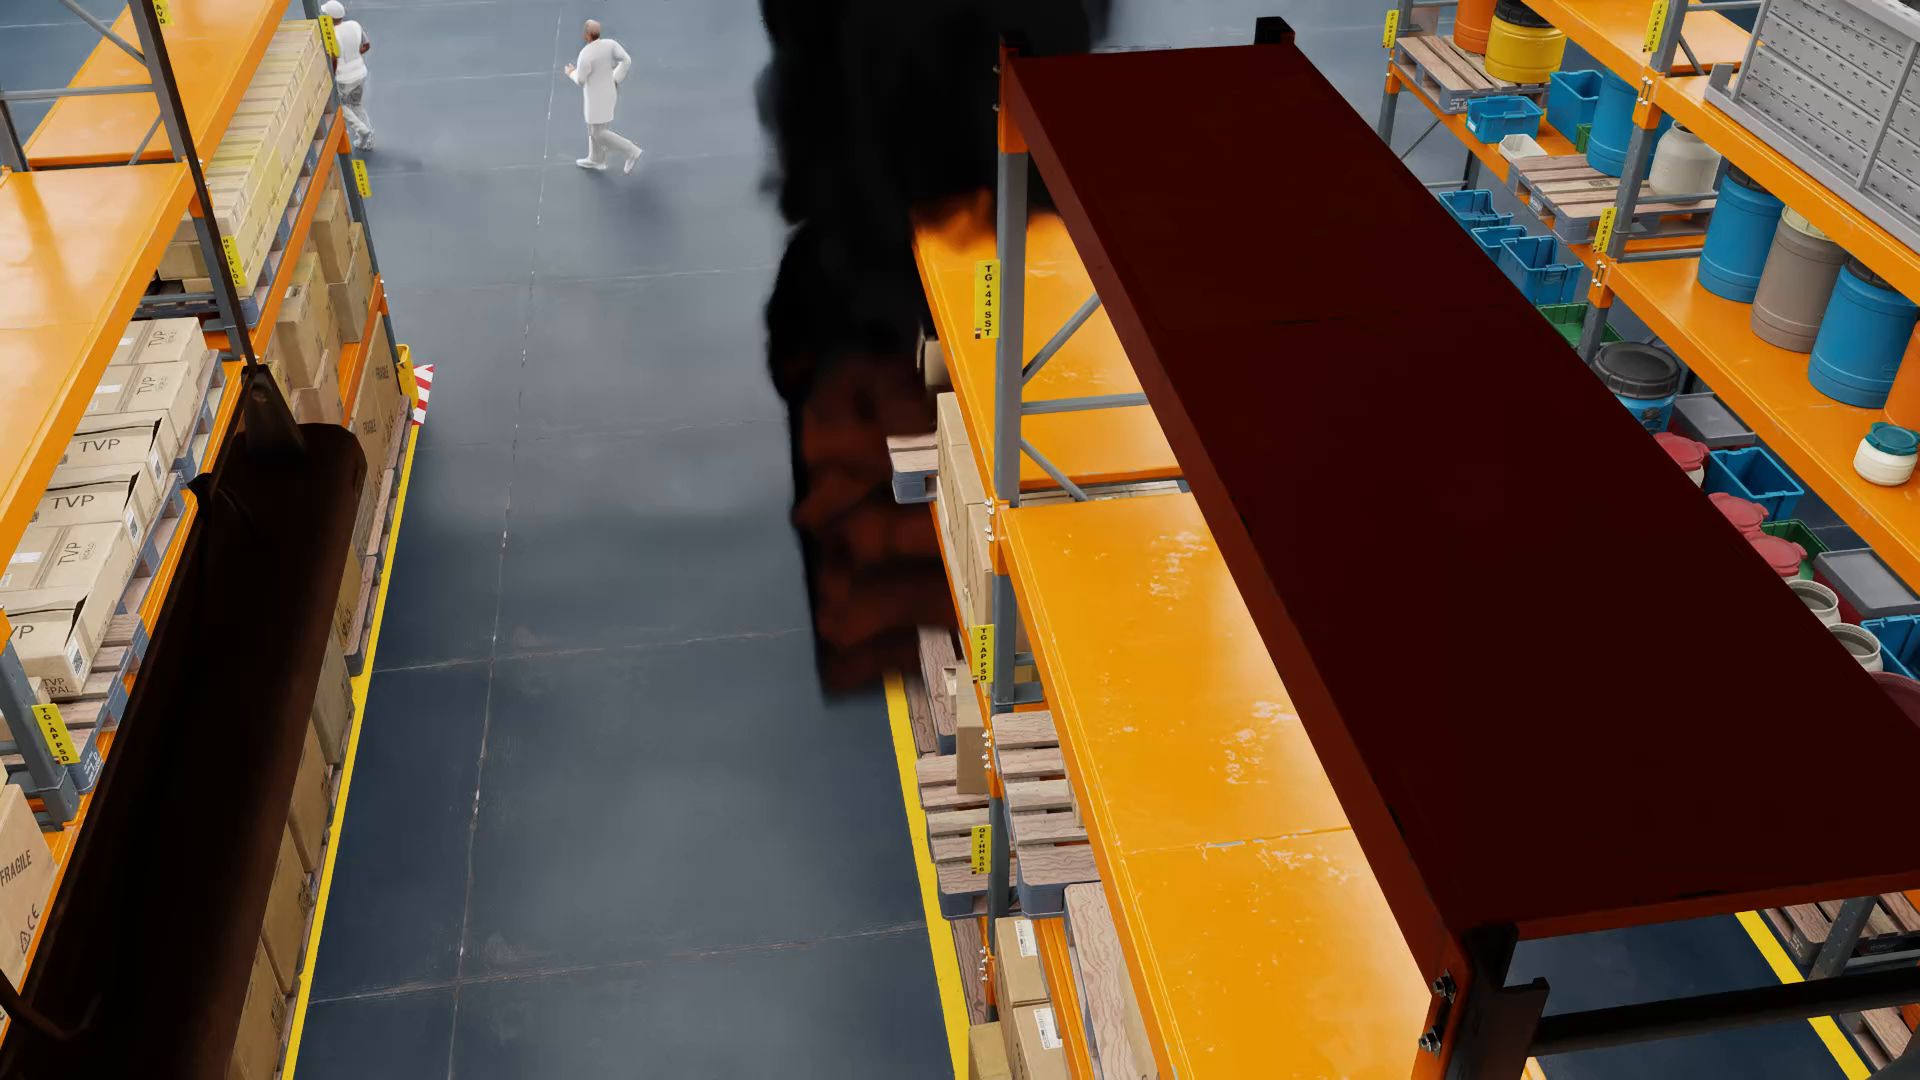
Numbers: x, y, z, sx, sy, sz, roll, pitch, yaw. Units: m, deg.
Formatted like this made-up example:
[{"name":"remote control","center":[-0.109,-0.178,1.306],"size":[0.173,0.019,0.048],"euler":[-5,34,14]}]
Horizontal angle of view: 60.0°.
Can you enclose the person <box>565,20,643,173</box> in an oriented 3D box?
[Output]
[{"name":"person","center":[-4.010,-4.972,18.713],"size":[0.955,1.756,0.709],"euler":[15,39,19]}]

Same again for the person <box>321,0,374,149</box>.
[{"name":"person","center":[-7.115,-5.405,19.333],"size":[0.581,1.743,0.686],"euler":[18,40,23]}]
